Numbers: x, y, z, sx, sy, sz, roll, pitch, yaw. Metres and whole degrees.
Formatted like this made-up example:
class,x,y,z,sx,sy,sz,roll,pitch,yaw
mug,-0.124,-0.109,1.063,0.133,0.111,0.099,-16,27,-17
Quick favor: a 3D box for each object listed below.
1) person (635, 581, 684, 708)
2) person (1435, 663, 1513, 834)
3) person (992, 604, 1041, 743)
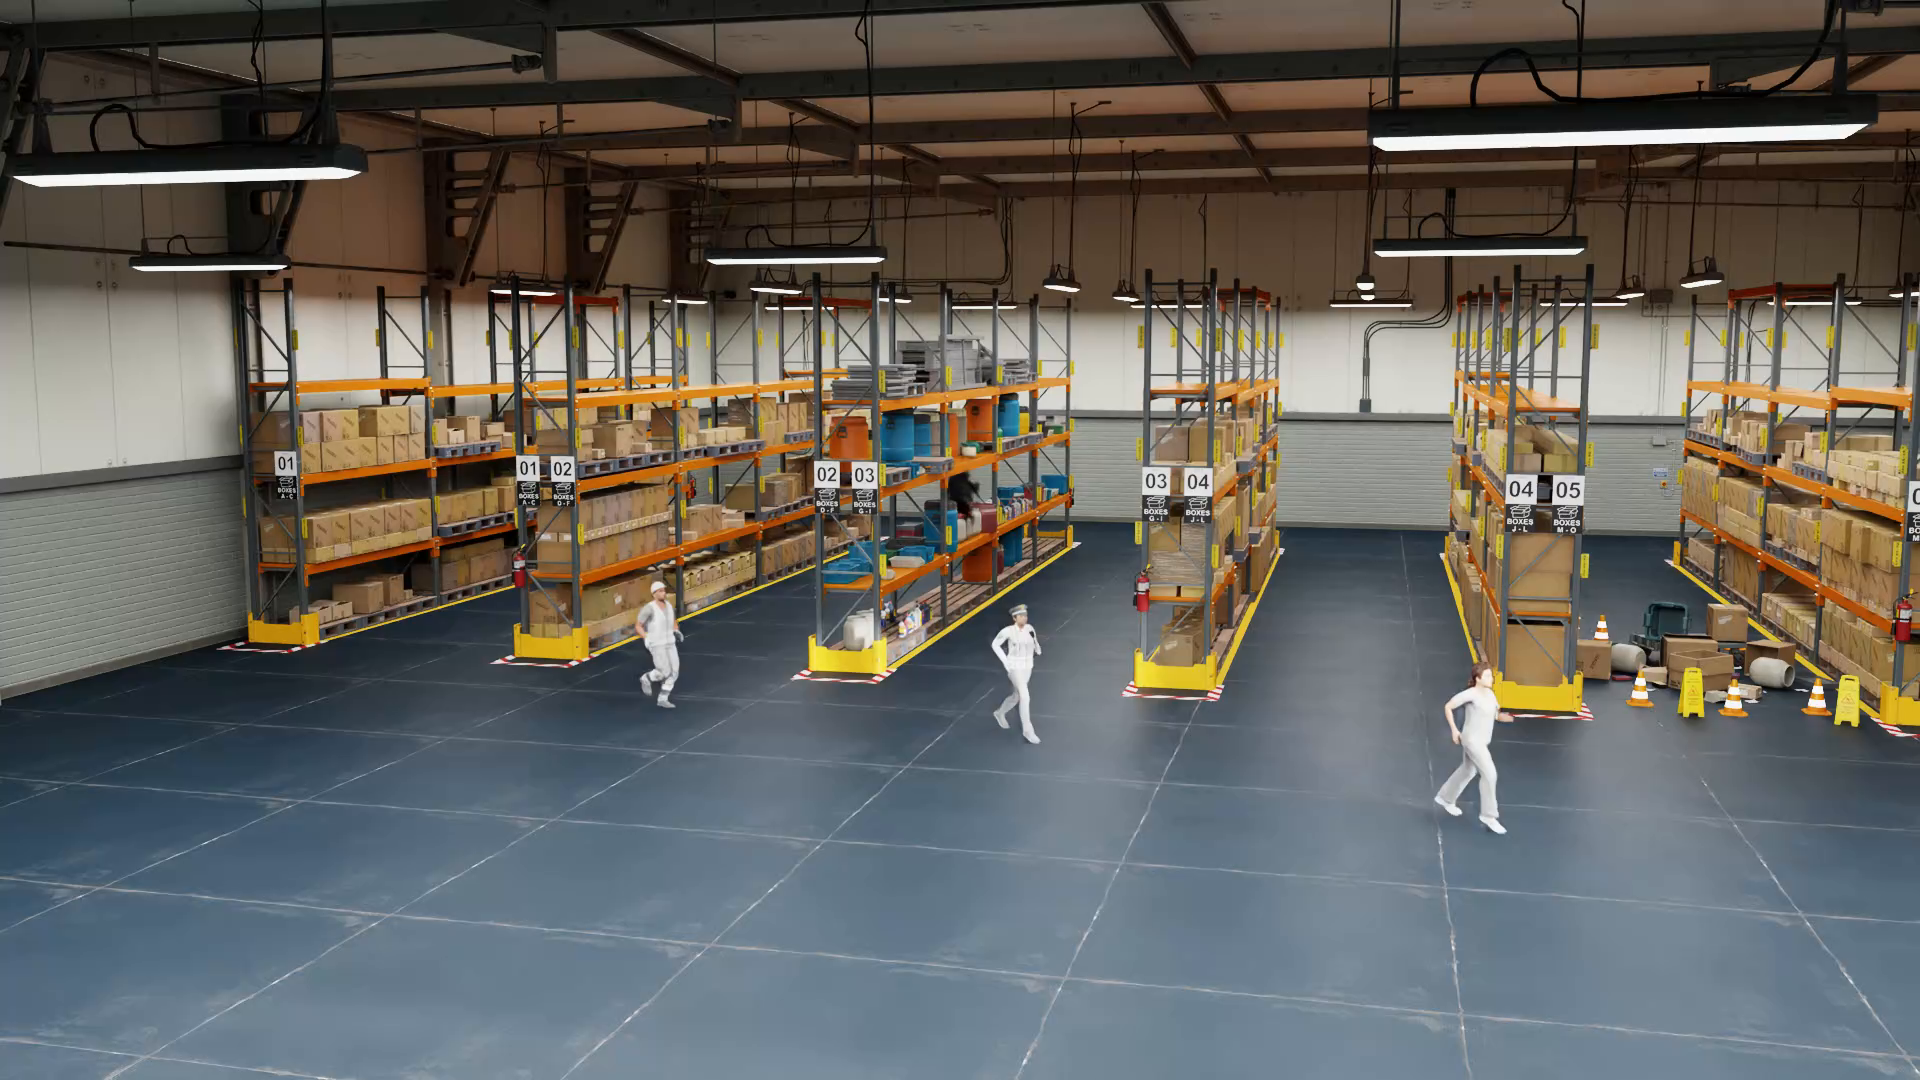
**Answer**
class,x,y,z,sx,sy,sz,roll,pitch,yaw
person,-4.104,1.426,22.764,0.591,1.732,0.673,6,9,39
person,5.298,2.112,17.168,0.856,1.715,0.535,7,10,44
person,0.738,1.649,21.029,0.567,1.723,0.867,-6,9,-40
